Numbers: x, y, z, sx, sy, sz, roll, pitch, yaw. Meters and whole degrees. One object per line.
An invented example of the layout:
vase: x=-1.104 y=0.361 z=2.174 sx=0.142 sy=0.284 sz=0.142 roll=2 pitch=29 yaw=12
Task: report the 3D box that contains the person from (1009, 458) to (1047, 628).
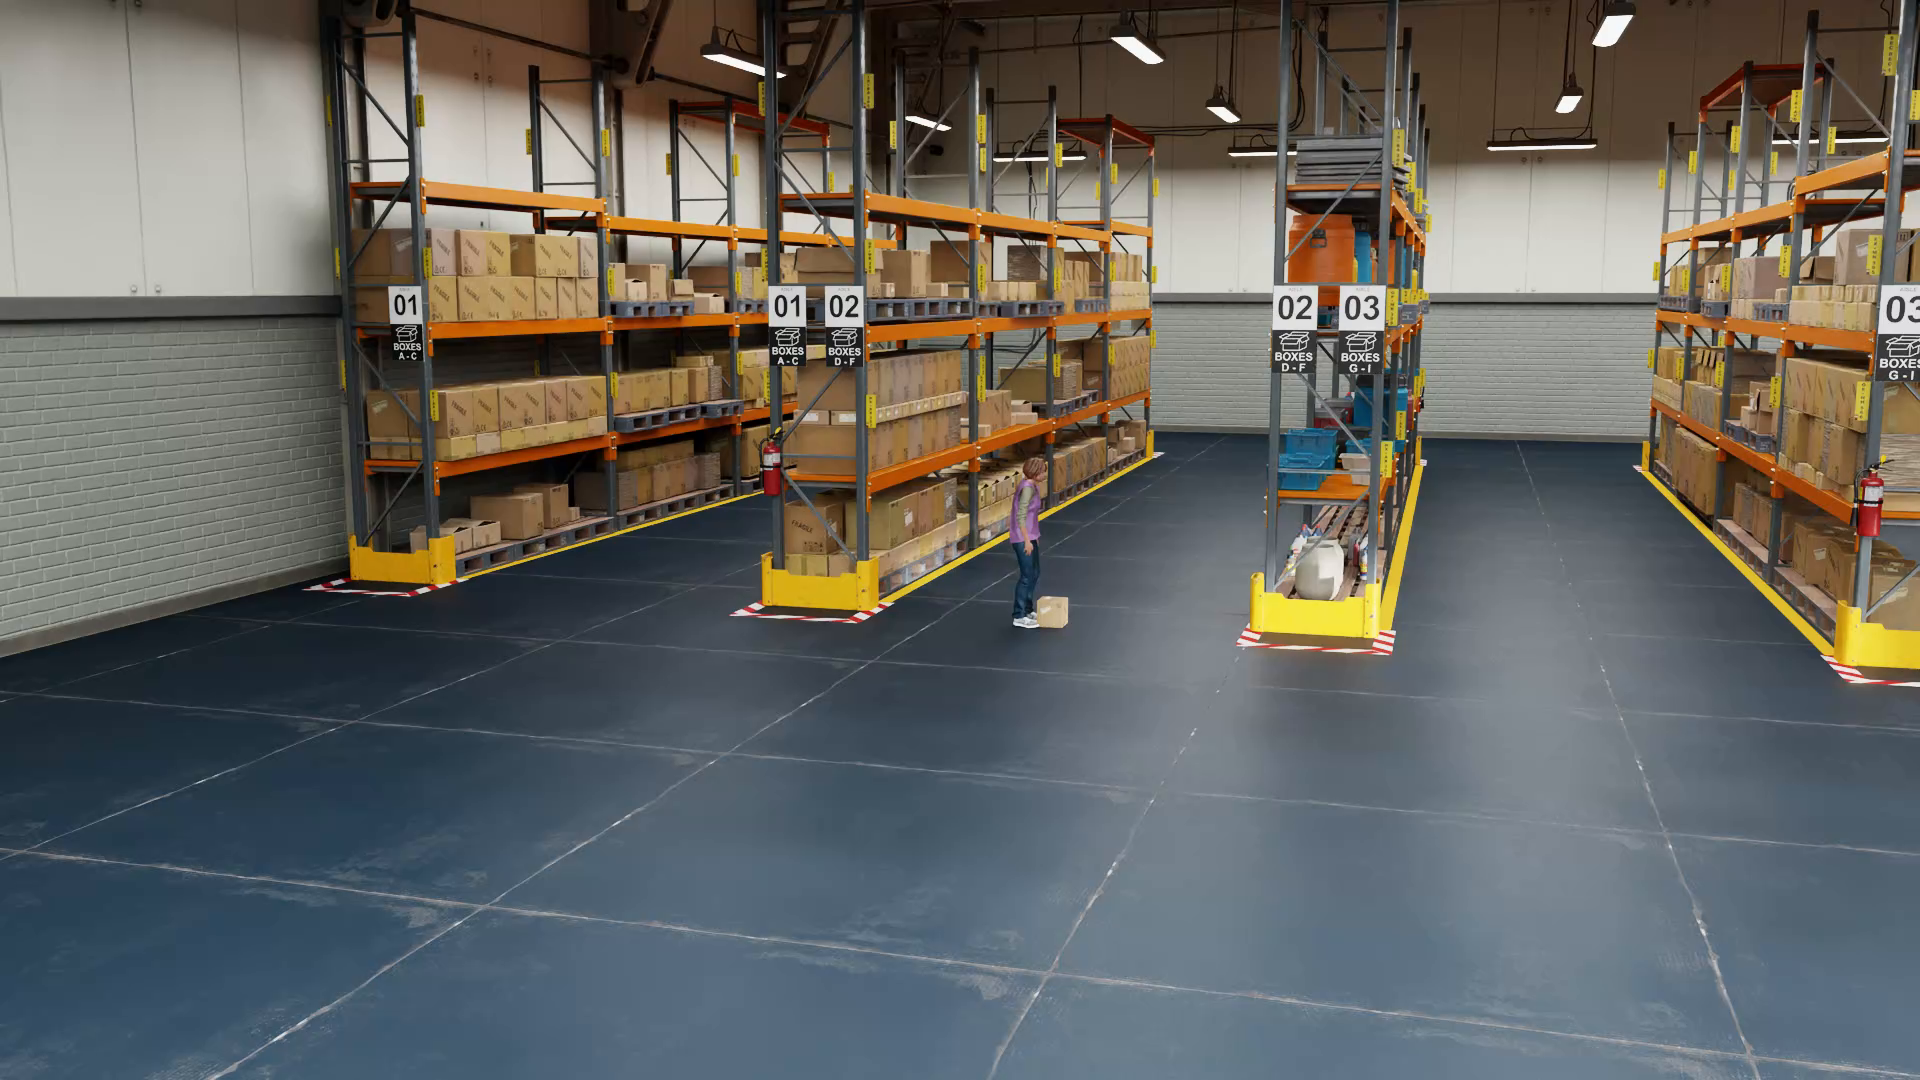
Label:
person: x=0.644 y=0.012 z=15.795 sx=0.343 sy=1.593 sz=0.485 roll=2 pitch=9 yaw=13
